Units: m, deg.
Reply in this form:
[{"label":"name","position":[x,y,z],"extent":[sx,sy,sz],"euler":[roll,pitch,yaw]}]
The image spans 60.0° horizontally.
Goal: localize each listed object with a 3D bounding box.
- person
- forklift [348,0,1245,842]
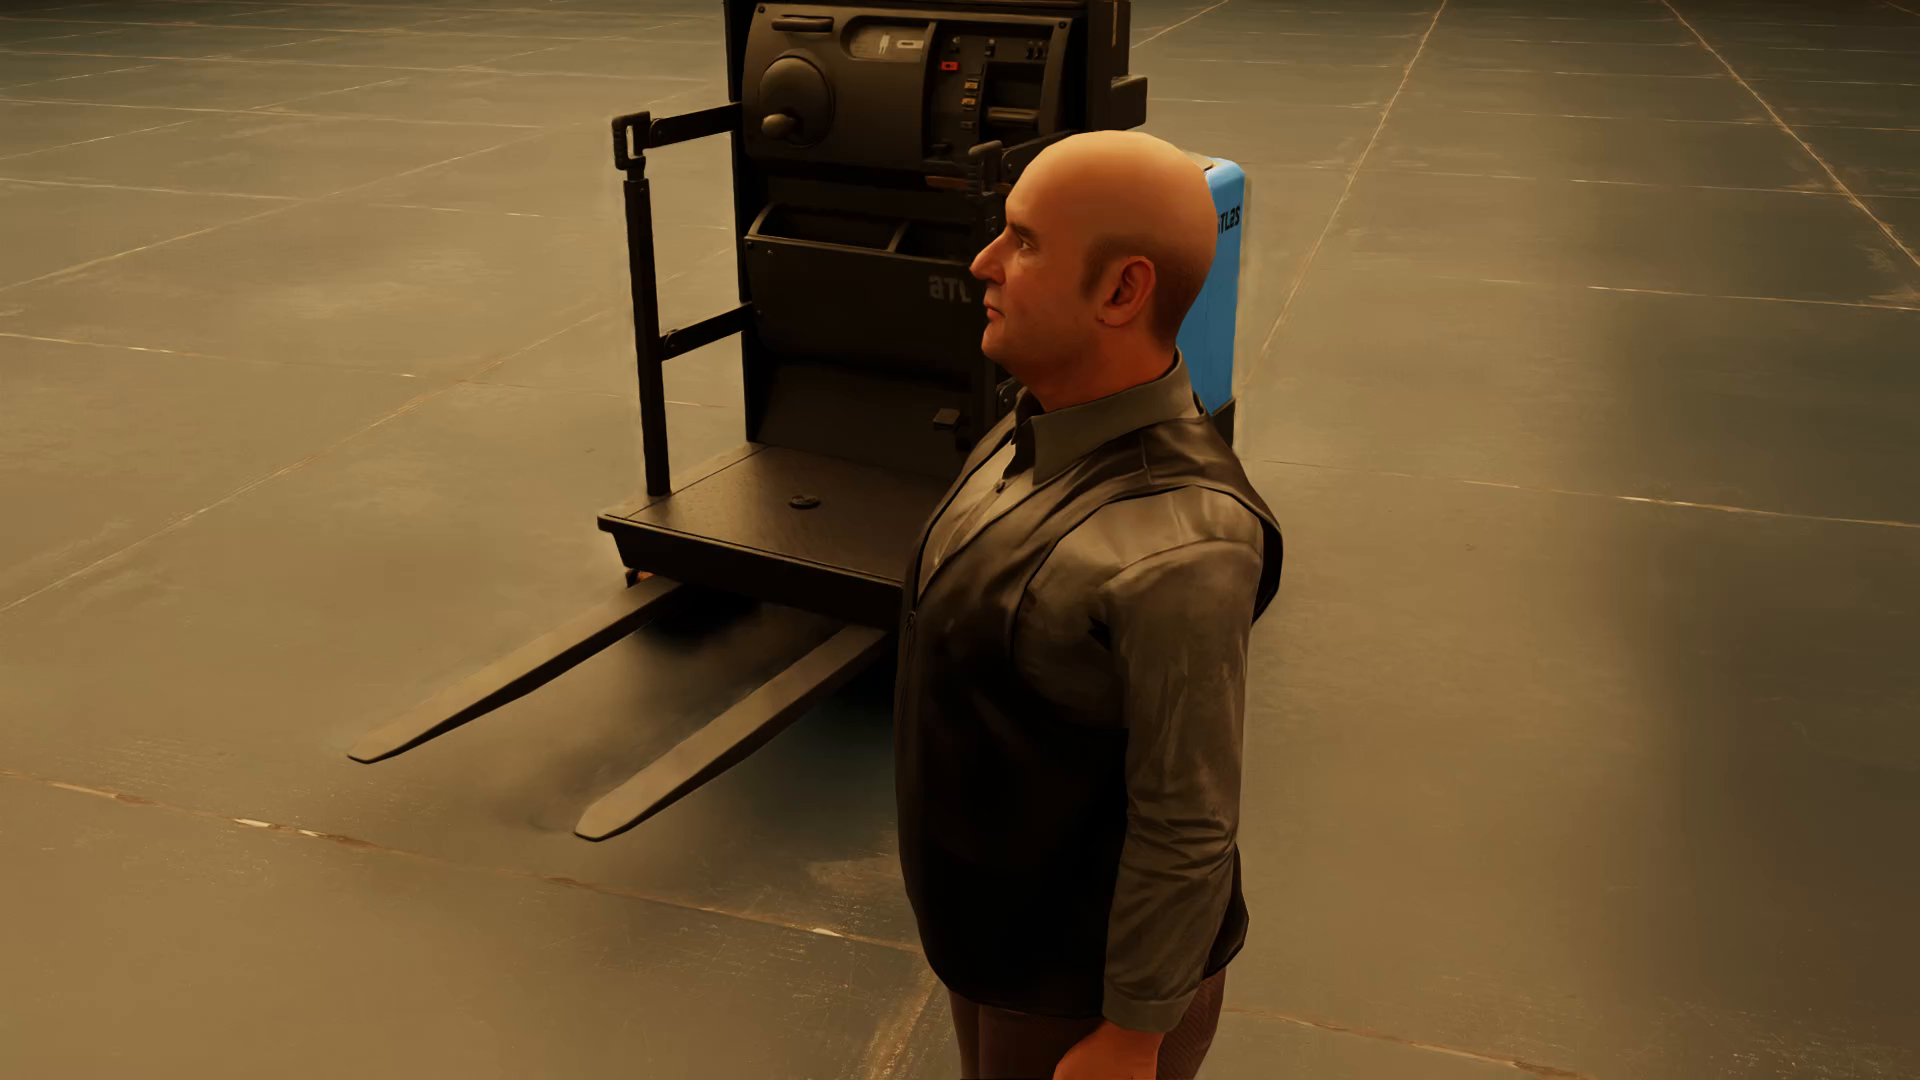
[{"label":"person","position":[0.101,0.429,1.826],"extent":[0.375,1.724,0.525],"euler":[-4,23,-10]},{"label":"forklift","position":[-0.252,-1.146,4.055],"extent":[1.130,2.935,3.031],"euler":[12,25,26]}]
